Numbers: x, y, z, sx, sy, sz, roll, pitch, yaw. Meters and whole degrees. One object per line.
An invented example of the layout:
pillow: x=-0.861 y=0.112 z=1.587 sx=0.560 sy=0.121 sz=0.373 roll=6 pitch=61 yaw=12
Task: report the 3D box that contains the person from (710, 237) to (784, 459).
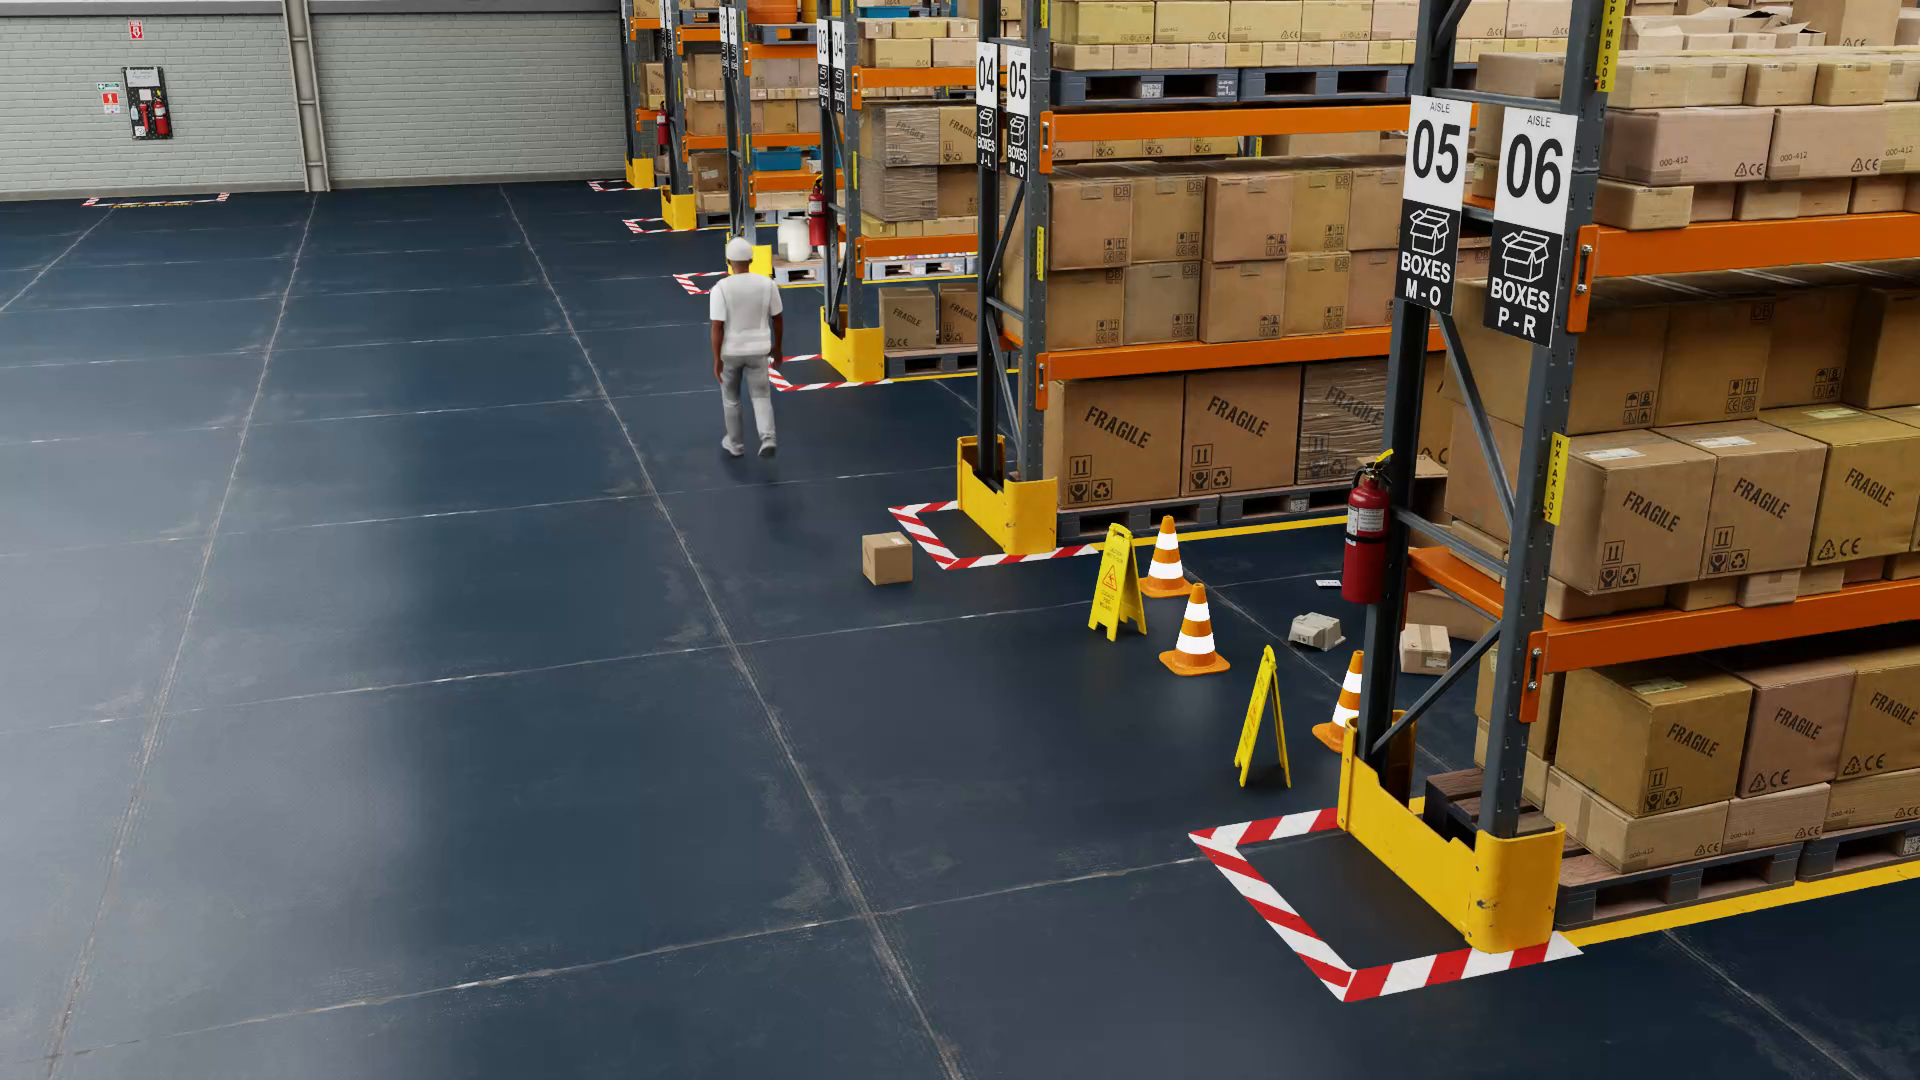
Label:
person: x=-1.613 y=-1.437 z=12.678 sx=0.581 sy=1.741 sz=0.928 roll=-6 pitch=20 yaw=-18
